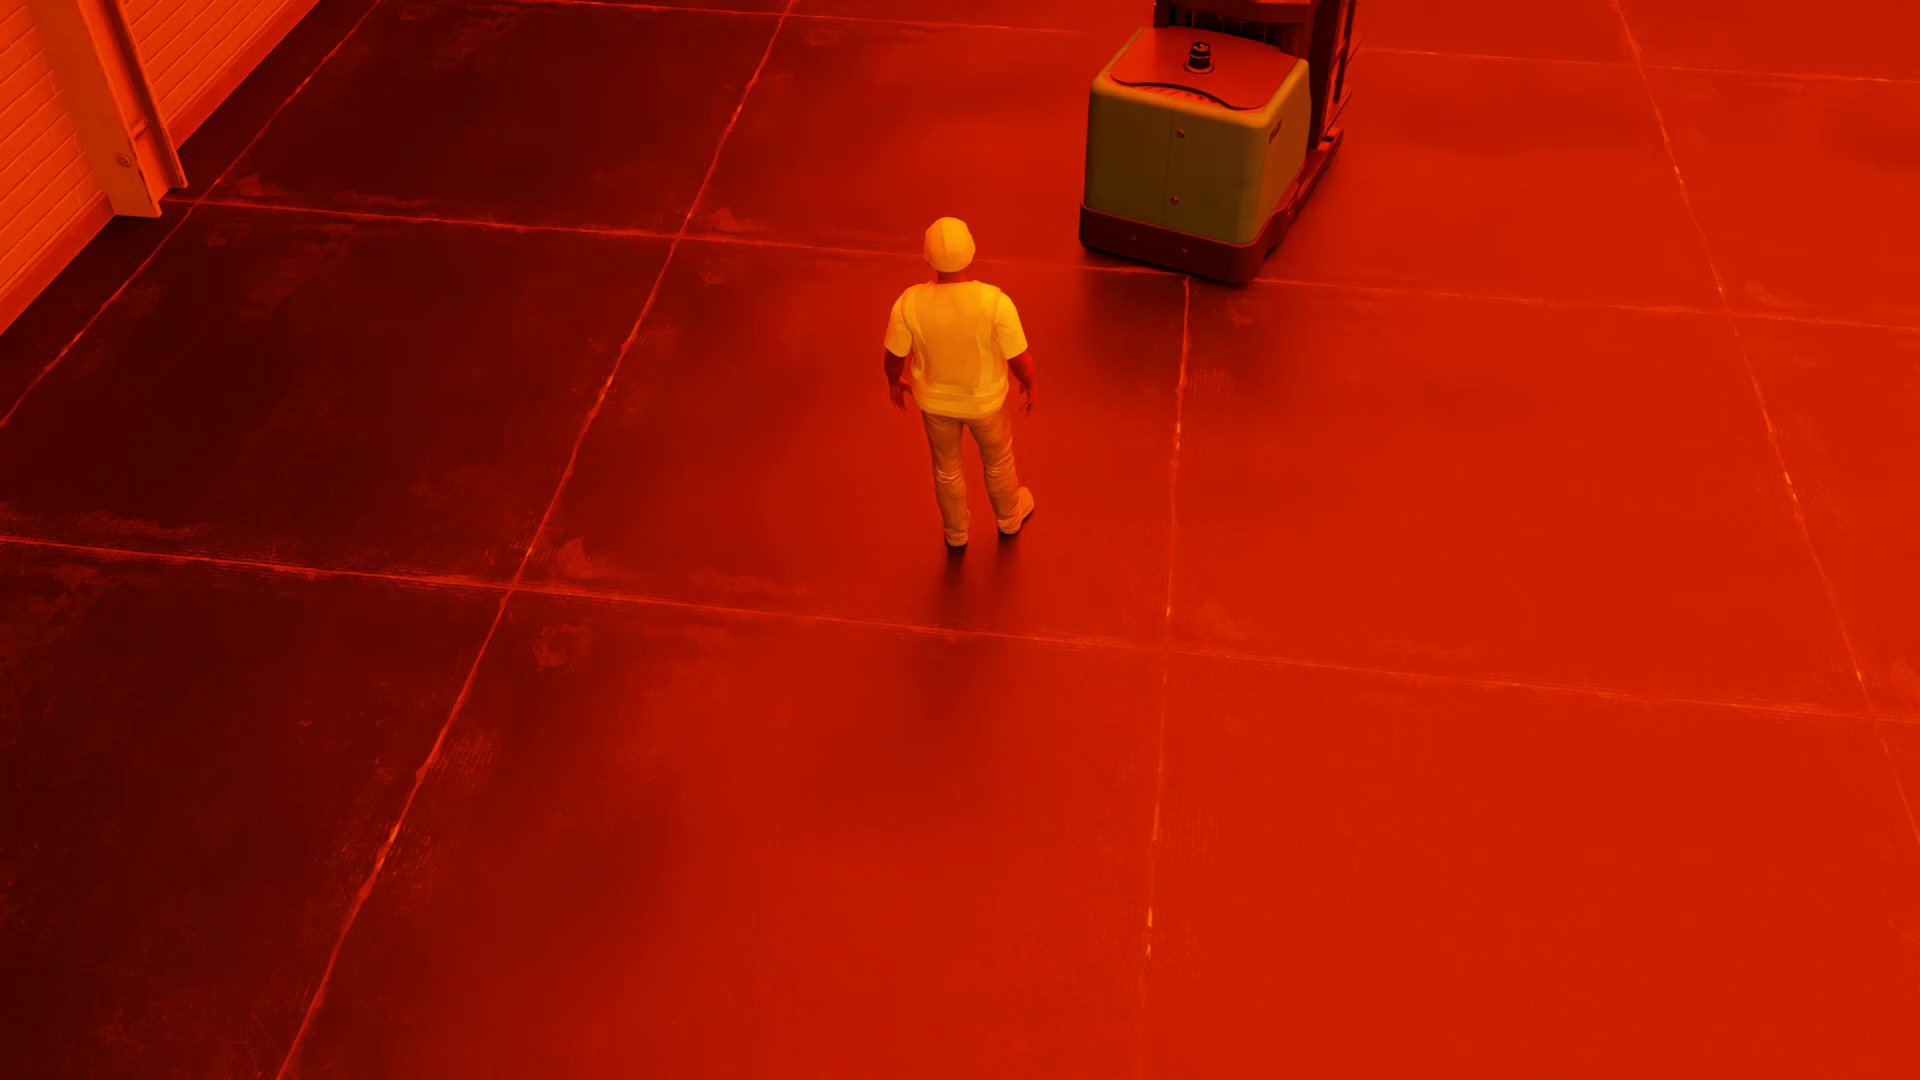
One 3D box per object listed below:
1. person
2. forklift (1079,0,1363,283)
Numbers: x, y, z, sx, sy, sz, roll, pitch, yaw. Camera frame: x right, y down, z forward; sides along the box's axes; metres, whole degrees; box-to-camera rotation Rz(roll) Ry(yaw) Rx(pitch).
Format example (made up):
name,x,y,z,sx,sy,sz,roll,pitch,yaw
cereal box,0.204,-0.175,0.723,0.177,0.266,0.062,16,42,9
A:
name,x,y,z,sx,sy,sz,roll,pitch,yaw
person,0.015,-0.702,7.338,0.665,1.765,0.577,5,43,6
forklift,1.781,-3.527,9.563,1.130,2.935,3.031,18,45,18
